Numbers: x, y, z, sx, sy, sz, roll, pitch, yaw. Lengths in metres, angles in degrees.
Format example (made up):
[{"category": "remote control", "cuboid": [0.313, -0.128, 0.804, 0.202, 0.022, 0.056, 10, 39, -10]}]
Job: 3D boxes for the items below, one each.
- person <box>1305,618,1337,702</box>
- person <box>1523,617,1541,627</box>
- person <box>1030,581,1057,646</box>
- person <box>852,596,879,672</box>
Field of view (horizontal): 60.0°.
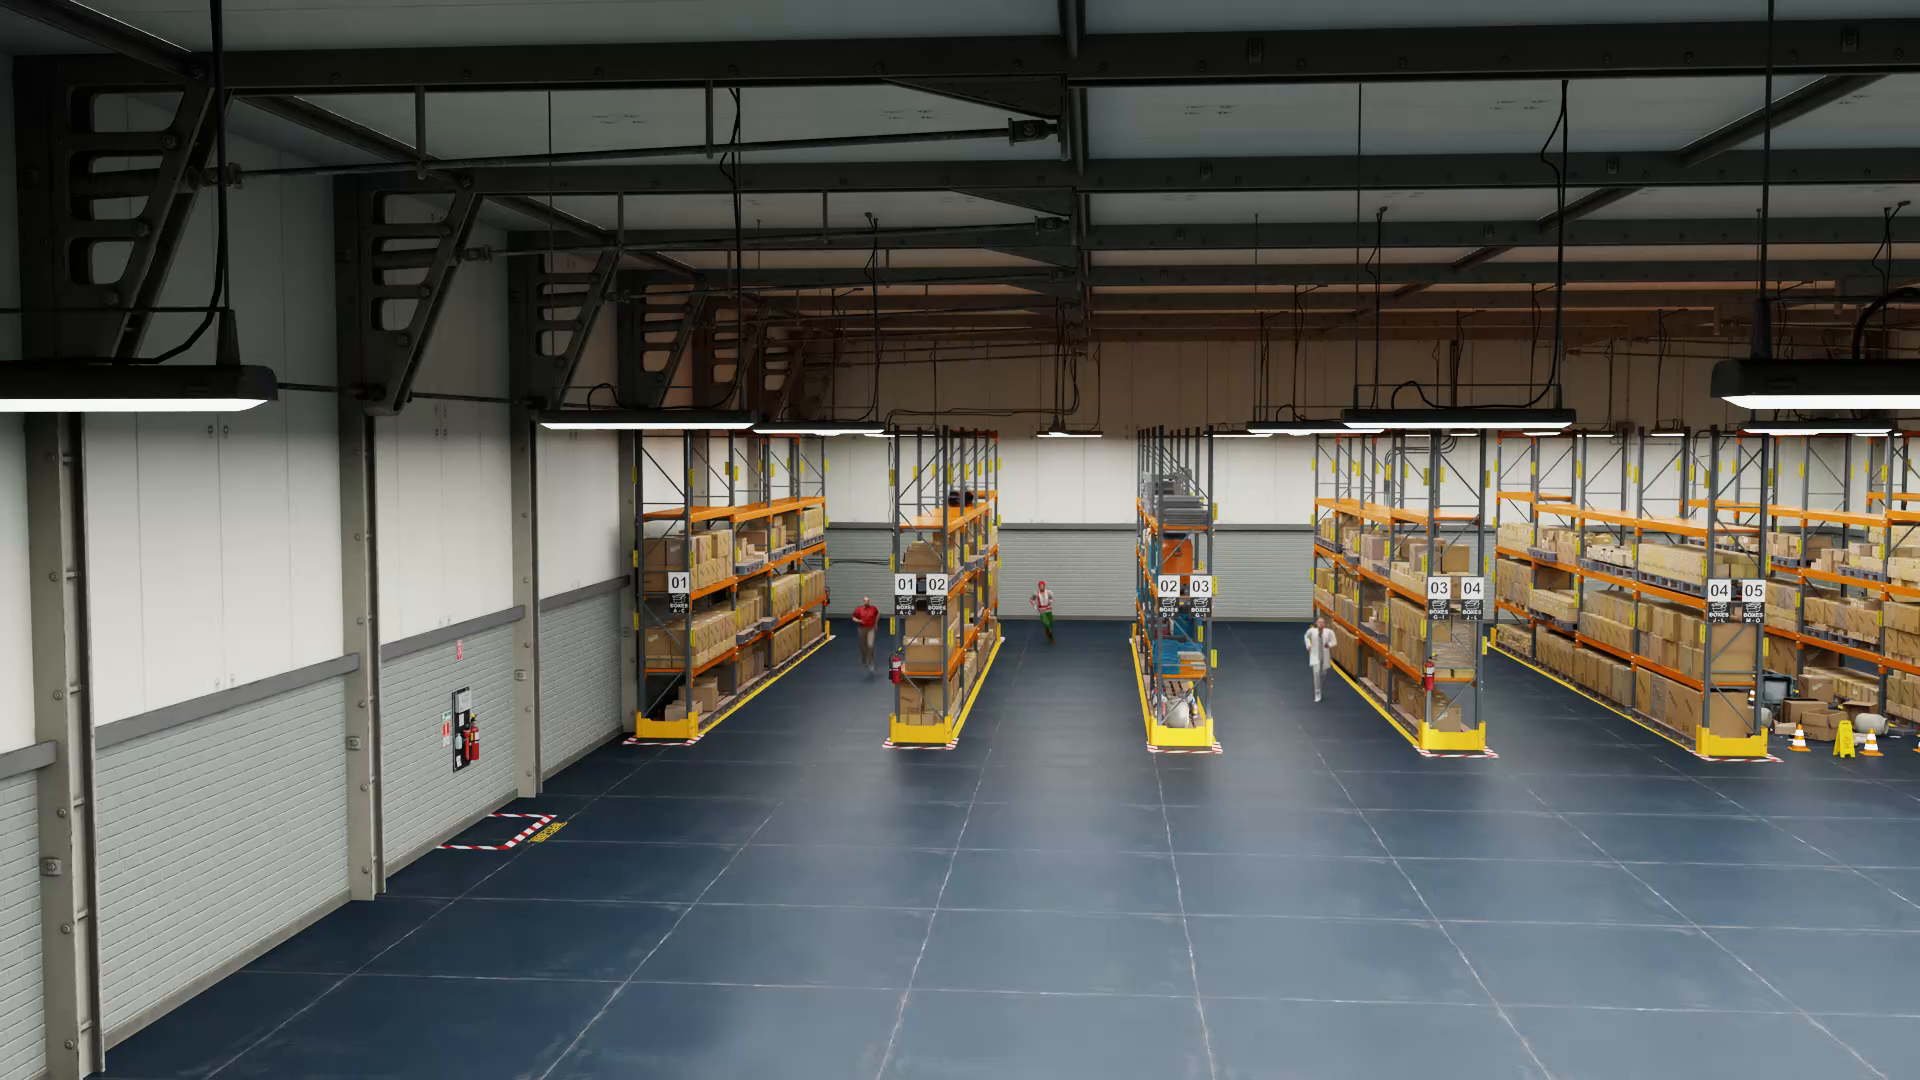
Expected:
[{"category": "person", "cuboid": [8.009, 2.631, 36.889, 0.667, 1.830, 1.118, 0, 3, 3]}, {"category": "person", "cuboid": [16.271, 1.980, 47.448, 0.940, 1.771, 0.682, -1, 4, -16]}, {"category": "person", "cuboid": [2.350, 2.033, 46.673, 0.664, 1.787, 0.859, -1, 4, -17]}, {"category": "person", "cuboid": [-2.256, 2.234, 39.834, 0.642, 1.791, 0.797, 0, 3, -4]}]
